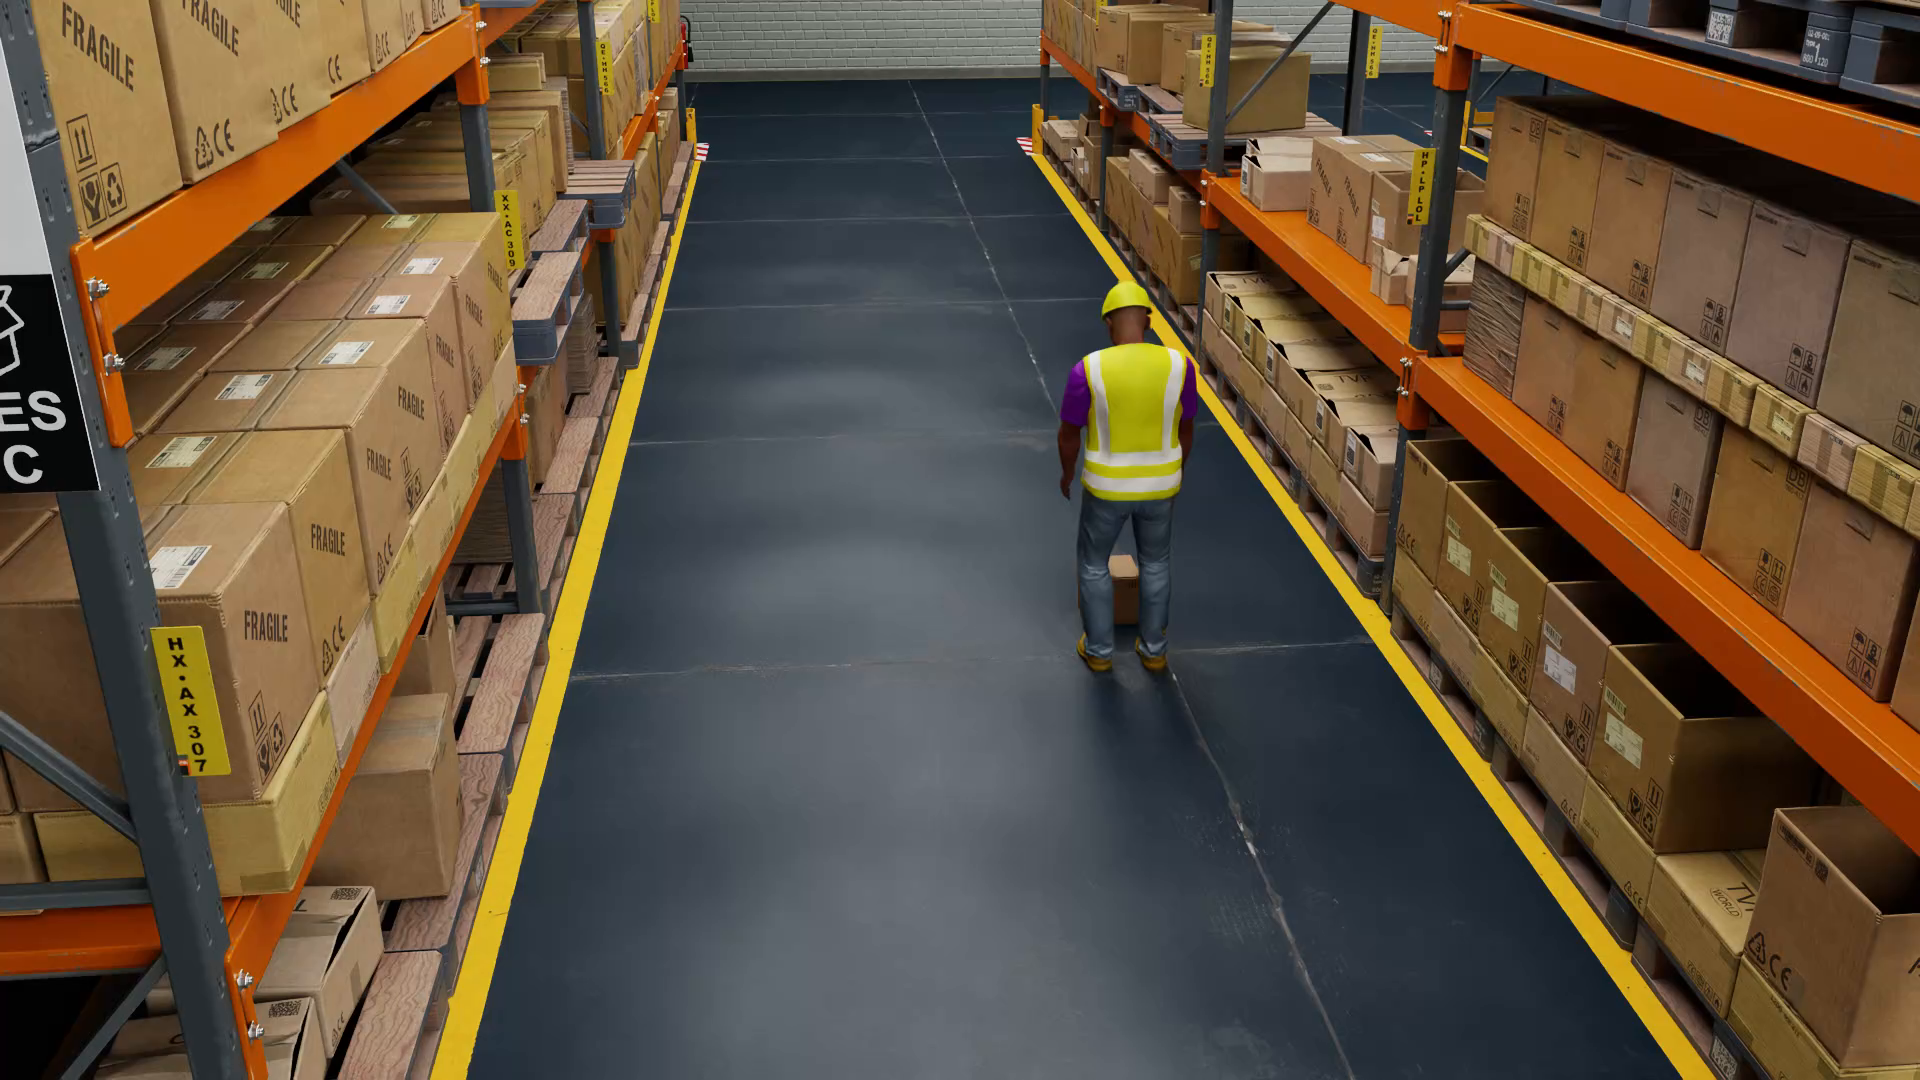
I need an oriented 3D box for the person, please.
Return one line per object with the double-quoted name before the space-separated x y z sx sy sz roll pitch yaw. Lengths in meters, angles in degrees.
"person" 0.710 -0.255 7.209 0.588 1.726 0.438 -2 24 -4
